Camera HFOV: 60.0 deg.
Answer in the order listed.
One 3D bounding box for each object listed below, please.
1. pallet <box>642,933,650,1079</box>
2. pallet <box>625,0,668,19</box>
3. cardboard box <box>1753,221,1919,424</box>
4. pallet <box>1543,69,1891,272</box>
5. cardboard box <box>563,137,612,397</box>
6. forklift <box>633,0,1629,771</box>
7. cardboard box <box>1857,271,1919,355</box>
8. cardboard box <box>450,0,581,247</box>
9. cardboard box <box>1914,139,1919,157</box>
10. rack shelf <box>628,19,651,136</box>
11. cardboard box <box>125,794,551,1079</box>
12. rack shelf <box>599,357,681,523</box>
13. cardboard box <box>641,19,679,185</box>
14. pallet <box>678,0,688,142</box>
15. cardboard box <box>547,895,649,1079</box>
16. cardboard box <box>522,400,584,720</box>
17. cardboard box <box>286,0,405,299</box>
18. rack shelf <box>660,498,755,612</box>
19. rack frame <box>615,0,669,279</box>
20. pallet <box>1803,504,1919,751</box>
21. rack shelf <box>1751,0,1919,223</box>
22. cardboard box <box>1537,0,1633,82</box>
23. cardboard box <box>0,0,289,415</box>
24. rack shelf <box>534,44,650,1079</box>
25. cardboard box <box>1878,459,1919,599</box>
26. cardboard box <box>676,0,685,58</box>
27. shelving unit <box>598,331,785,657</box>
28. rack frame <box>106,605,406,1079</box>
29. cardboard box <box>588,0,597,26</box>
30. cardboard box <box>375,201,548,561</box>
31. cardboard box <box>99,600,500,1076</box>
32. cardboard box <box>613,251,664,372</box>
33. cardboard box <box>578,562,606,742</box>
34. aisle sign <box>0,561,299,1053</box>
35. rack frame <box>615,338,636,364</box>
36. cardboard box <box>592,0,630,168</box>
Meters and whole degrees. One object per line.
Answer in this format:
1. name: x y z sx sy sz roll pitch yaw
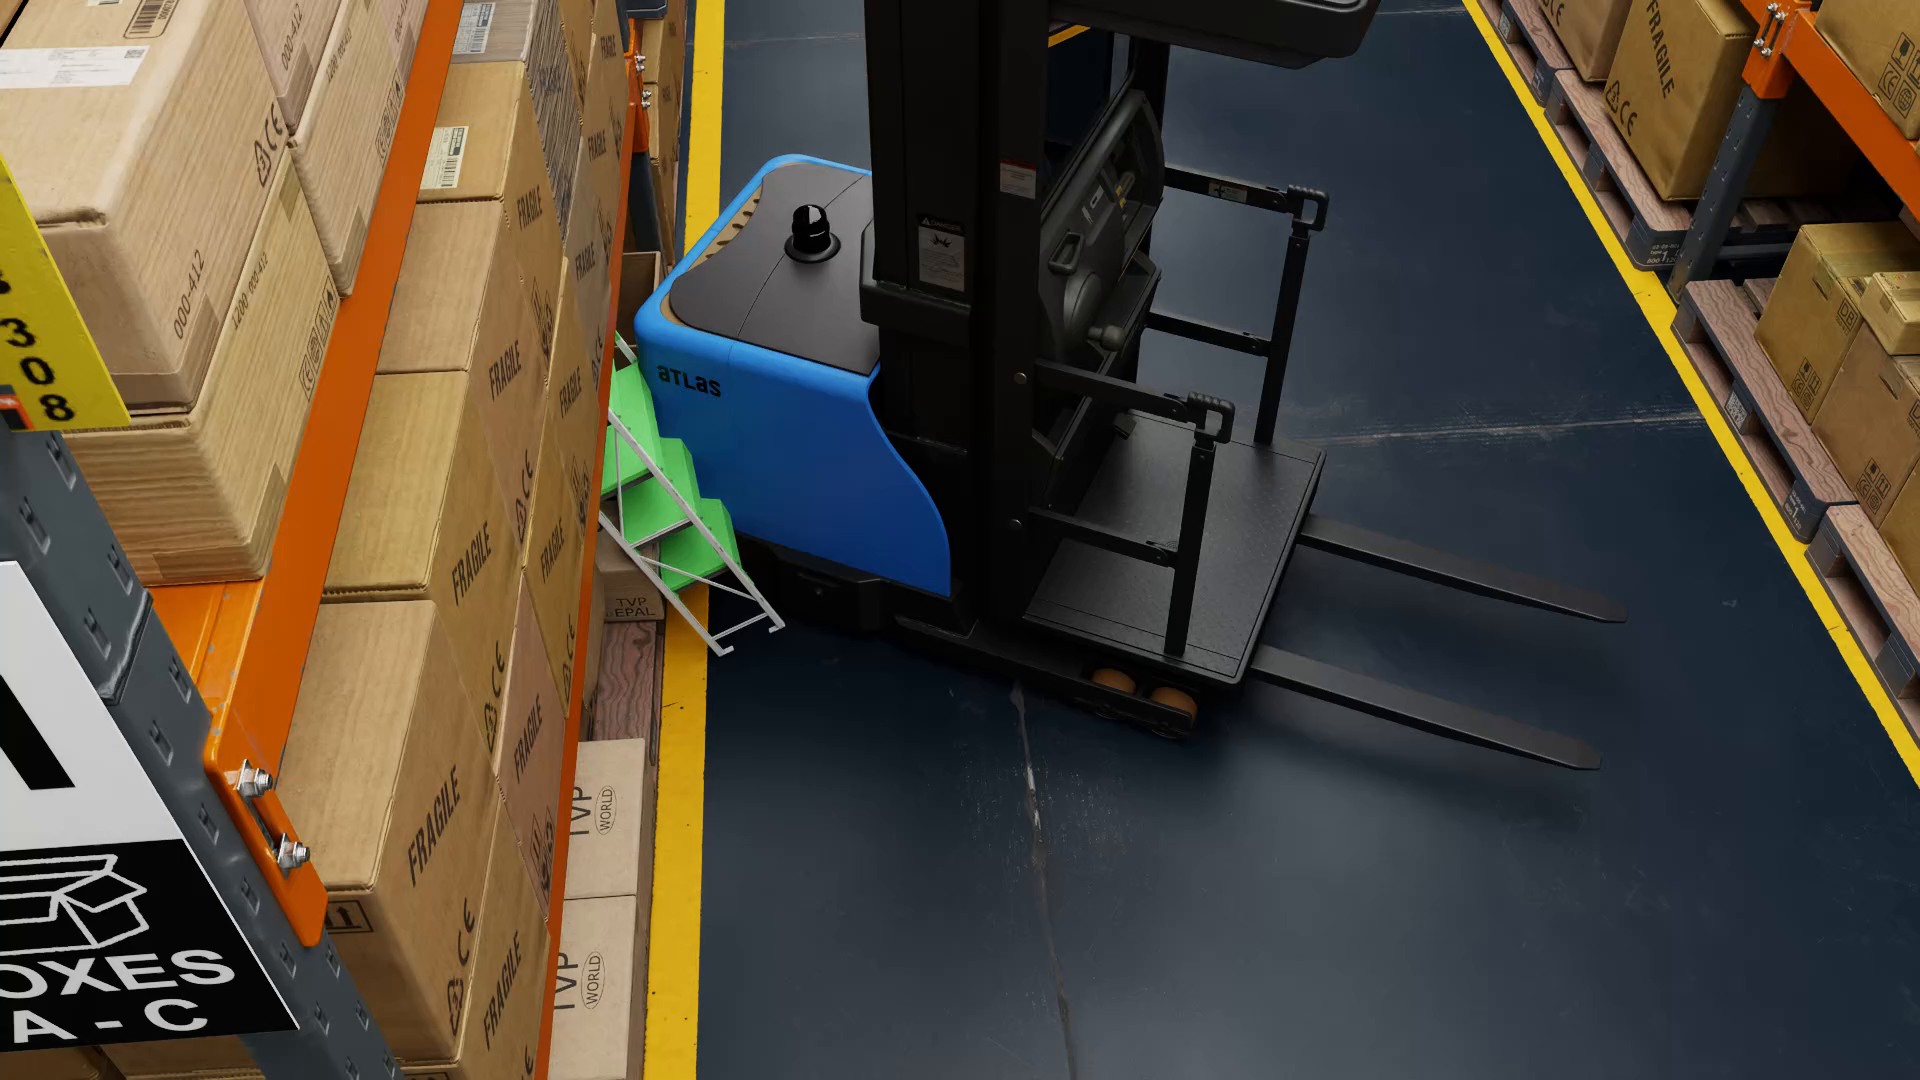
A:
1. pallet: -1.326 1.491 4.193 1.003 0.211 1.213 -3 47 -3
2. pallet: -1.545 -2.249 5.947 1.003 0.211 1.213 -3 47 -3
3. cardboard box: 3.310 -0.772 5.848 0.700 0.500 0.500 -3 47 -3
4. pallet: 3.210 -1.629 7.148 1.003 0.211 1.213 -3 47 -3
5. cardboard box: -1.199 -0.675 4.254 0.500 0.500 0.500 -3 47 -2
6. forklift: 0.580 -0.834 4.521 3.031 2.935 1.130 17 49 15
7. cardboard box: 3.157 -0.736 5.367 0.380 0.149 0.250 -2 47 -2
8. cardboard box: -1.199 -1.024 3.896 0.500 0.500 0.500 -3 47 -3
9. cardboard box: 3.434 -1.216 4.629 0.980 0.700 0.700 -5 47 -4
10. rack shelf: -1.754 -2.930 6.955 1.077 0.370 4.000 -3 47 -3
11. cardboard box: -1.026 0.792 2.865 0.500 0.500 0.500 -3 47 -2
12. rack shelf: -1.008 -0.293 4.952 0.258 0.148 0.480 -25 48 6
13. cardboard box: -1.440 -1.772 6.781 0.500 0.500 0.500 -3 47 -3
14. pallet: -1.798 -2.243 7.729 1.003 0.211 1.213 -3 47 -3
15. cardboard box: -1.057 1.185 4.152 0.500 0.250 0.500 -3 47 -3
16. cardboard box: -1.114 0.056 3.562 0.500 0.500 0.500 -4 47 -3
17. cardboard box: -1.070 -0.566 2.258 0.500 0.250 0.500 -3 47 -3
18. rack shelf: -0.837 -0.019 5.307 0.258 0.148 0.480 -25 48 6
19. rack frame: -1.587 -1.731 5.323 1.000 3.000 0.127 -3 47 -3
20. pallet: 3.440 0.364 5.260 1.003 0.211 1.213 -3 47 -3
21. rack shelf: 3.517 -0.340 4.502 1.077 0.370 4.000 -3 47 -3
22. cardboard box: 3.088 -2.545 7.286 0.750 0.750 0.750 -2 47 -2
23. cardboard box: -1.035 -0.376 1.733 0.500 0.250 0.500 -3 47 -3
24. rack shelf: -1.419 -0.036 4.214 1.077 0.370 4.000 -3 47 -3
25. cardboard box: 3.389 -0.037 5.151 0.700 0.500 0.500 -3 47 -2
26. cardboard box: -1.516 -2.500 7.471 0.500 0.500 0.500 -5 47 -5
27. shelving unit: -0.945 -0.192 5.082 0.258 1.200 0.503 -25 48 6
28. rack frame: -1.252 1.163 2.582 1.000 3.000 0.127 -3 47 -3
29. cardboard box: -1.286 -1.759 4.592 0.500 0.500 0.500 -3 47 -3
30. cardboard box: -1.114 -0.292 3.203 0.500 0.500 0.500 -3 47 -3
31. cardboard box: -1.026 0.448 2.502 0.500 0.500 0.500 -2 47 -2
32. cardboard box: -1.256 -0.627 5.697 0.500 0.500 0.500 -3 47 -3
33. cardboard box: -1.424 0.335 4.783 0.797 0.503 0.637 -3 47 -3
34. aisle sign: -0.953 0.301 1.608 0.394 0.787 0.004 -3 47 -3
35. rack frame: -1.006 -0.365 5.244 0.240 1.200 0.015 -25 48 6
36. cardboard box: -1.289 -1.419 4.959 0.500 0.500 0.500 -3 47 -3
